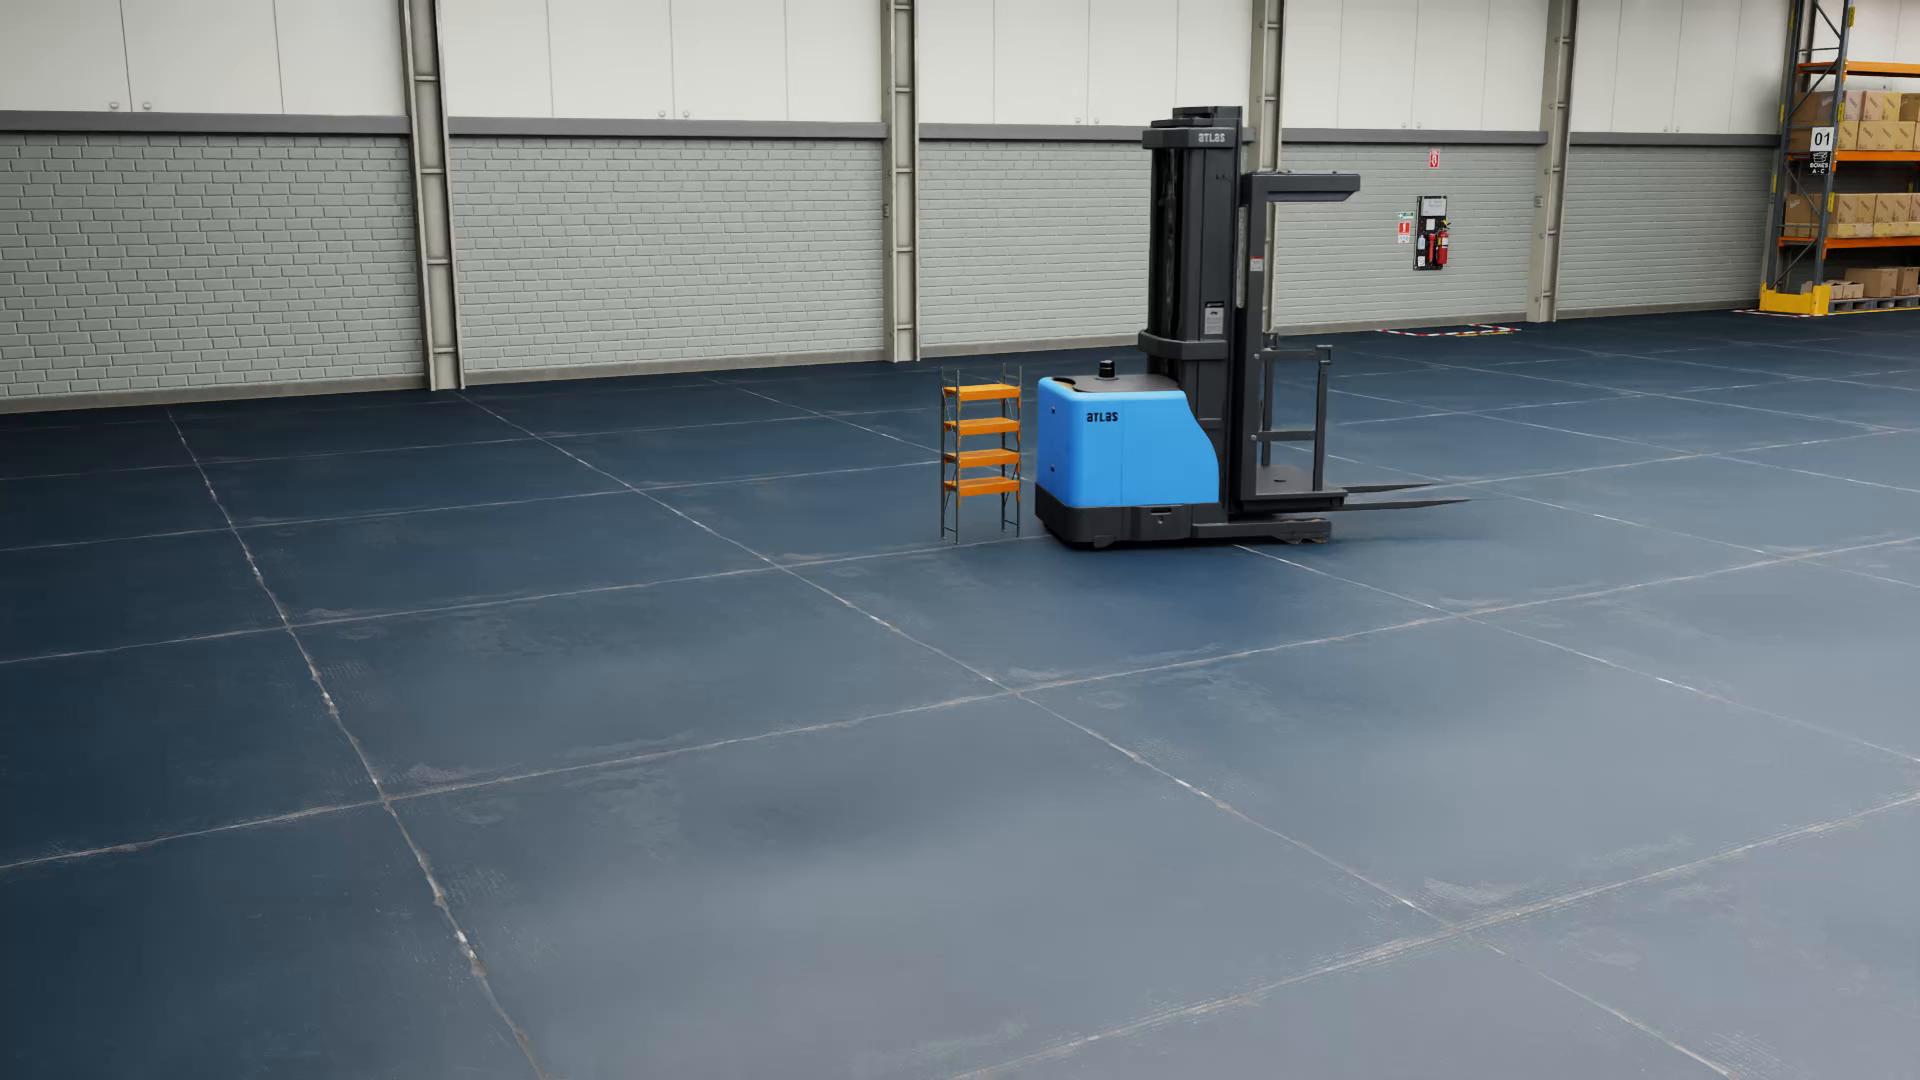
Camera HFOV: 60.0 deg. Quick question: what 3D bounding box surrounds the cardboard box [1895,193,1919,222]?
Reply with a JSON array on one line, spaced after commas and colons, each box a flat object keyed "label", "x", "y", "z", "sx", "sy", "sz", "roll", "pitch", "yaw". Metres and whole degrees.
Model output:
[{"label": "cardboard box", "x": 17.181, "y": -6.041, "z": 30.210, "sx": 0.500, "sy": 0.500, "sz": 0.500, "roll": -7, "pitch": 15, "yaw": -29}]

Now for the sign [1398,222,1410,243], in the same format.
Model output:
[{"label": "sign", "x": 7.031, "y": -4.868, "z": 26.325, "sx": 0.234, "sy": 0.329, "sz": 0.001, "roll": -7, "pitch": 14, "yaw": -28}]

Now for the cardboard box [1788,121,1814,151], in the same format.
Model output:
[{"label": "cardboard box", "x": 15.064, "y": -7.147, "z": 29.428, "sx": 0.500, "sy": 0.500, "sz": 0.500, "roll": -6, "pitch": 14, "yaw": -24}]

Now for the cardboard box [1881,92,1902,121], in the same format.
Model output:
[{"label": "cardboard box", "x": 16.183, "y": -7.634, "z": 29.318, "sx": 0.500, "sy": 0.500, "sz": 0.500, "roll": -6, "pitch": 14, "yaw": -26}]

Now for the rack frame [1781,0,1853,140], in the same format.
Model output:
[{"label": "rack frame", "x": 14.819, "y": -8.459, "z": 28.700, "sx": 0.127, "sy": 3.000, "sz": 1.000, "roll": -7, "pitch": 14, "yaw": -28}]

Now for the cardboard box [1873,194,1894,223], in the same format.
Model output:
[{"label": "cardboard box", "x": 16.278, "y": -5.930, "z": 29.715, "sx": 0.500, "sy": 0.500, "sz": 0.500, "roll": -7, "pitch": 15, "yaw": -30}]

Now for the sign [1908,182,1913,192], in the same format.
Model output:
[{"label": "sign", "x": 18.061, "y": -6.624, "z": 31.574, "sx": 0.005, "sy": 0.325, "sz": 0.100, "roll": -7, "pitch": 14, "yaw": -28}]

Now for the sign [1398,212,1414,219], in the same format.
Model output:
[{"label": "sign", "x": 7.039, "y": -5.125, "z": 26.261, "sx": 0.331, "sy": 0.109, "sz": 0.001, "roll": -7, "pitch": 14, "yaw": -28}]

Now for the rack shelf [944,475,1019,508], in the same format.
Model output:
[{"label": "rack shelf", "x": 0.145, "y": -0.343, "z": 11.613, "sx": 0.480, "sy": 0.148, "sz": 0.258, "roll": -7, "pitch": 14, "yaw": -28}]

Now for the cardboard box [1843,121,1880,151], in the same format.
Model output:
[{"label": "cardboard box", "x": 15.721, "y": -7.090, "z": 29.178, "sx": 0.500, "sy": 0.500, "sz": 0.500, "roll": -6, "pitch": 14, "yaw": -24}]

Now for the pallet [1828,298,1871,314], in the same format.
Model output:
[{"label": "pallet", "x": 15.616, "y": -4.258, "z": 30.049, "sx": 1.213, "sy": 0.211, "sz": 1.003, "roll": -7, "pitch": 14, "yaw": -28}]

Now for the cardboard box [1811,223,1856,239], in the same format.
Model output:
[{"label": "cardboard box", "x": 15.400, "y": -5.459, "z": 29.329, "sx": 0.500, "sy": 0.250, "sz": 0.500, "roll": -7, "pitch": 15, "yaw": -29}]

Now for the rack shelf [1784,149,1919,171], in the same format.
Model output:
[{"label": "rack shelf", "x": 16.575, "y": -6.855, "z": 30.043, "sx": 4.000, "sy": 0.370, "sz": 1.077, "roll": -7, "pitch": 14, "yaw": -28}]

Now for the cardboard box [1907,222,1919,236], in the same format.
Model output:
[{"label": "cardboard box", "x": 17.185, "y": -5.674, "z": 30.287, "sx": 0.500, "sy": 0.250, "sz": 0.500, "roll": -7, "pitch": 14, "yaw": -28}]

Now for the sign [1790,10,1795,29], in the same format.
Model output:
[{"label": "sign", "x": 14.571, "y": -9.101, "z": 29.064, "sx": 0.005, "sy": 0.325, "sz": 0.100, "roll": -7, "pitch": 14, "yaw": -28}]

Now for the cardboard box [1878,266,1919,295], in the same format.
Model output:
[{"label": "cardboard box", "x": 17.439, "y": -4.831, "z": 30.935, "sx": 0.500, "sy": 0.500, "sz": 0.500, "roll": -8, "pitch": 15, "yaw": -32}]

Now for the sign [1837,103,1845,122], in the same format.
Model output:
[{"label": "sign", "x": 15.080, "y": -7.317, "z": 28.468, "sx": 0.005, "sy": 0.325, "sz": 0.100, "roll": -7, "pitch": 14, "yaw": -28}]

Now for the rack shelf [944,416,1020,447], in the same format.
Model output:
[{"label": "rack shelf", "x": 0.145, "y": -0.755, "z": 11.520, "sx": 0.480, "sy": 0.148, "sz": 0.258, "roll": -7, "pitch": 14, "yaw": -28}]

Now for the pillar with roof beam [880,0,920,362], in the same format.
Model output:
[{"label": "pillar with roof beam", "x": 1.283, "y": -5.976, "z": 17.667, "sx": 0.400, "sy": 9.000, "sz": 9.100, "roll": -7, "pitch": 14, "yaw": -28}]

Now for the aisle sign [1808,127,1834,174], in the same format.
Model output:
[{"label": "aisle sign", "x": 14.900, "y": -6.735, "z": 28.782, "sx": 0.004, "sy": 0.787, "sz": 0.394, "roll": -7, "pitch": 14, "yaw": -28}]

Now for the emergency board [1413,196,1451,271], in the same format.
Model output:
[{"label": "emergency board", "x": 7.566, "y": -4.888, "z": 26.499, "sx": 0.643, "sy": 1.169, "sz": 0.194, "roll": -7, "pitch": 14, "yaw": -28}]

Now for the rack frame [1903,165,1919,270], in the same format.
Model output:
[{"label": "rack frame", "x": 18.330, "y": -5.953, "z": 31.228, "sx": 0.127, "sy": 3.000, "sz": 1.000, "roll": -7, "pitch": 14, "yaw": -28}]

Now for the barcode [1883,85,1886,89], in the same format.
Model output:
[{"label": "barcode", "x": 16.904, "y": -8.280, "z": 30.409, "sx": 0.075, "sy": 0.075, "sz": 0.001, "roll": -7, "pitch": 14, "yaw": -28}]

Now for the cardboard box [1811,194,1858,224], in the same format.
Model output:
[{"label": "cardboard box", "x": 15.383, "y": -5.827, "z": 29.256, "sx": 0.500, "sy": 0.500, "sz": 0.500, "roll": -7, "pitch": 14, "yaw": -28}]

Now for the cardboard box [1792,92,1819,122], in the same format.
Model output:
[{"label": "cardboard box", "x": 15.073, "y": -7.637, "z": 29.331, "sx": 0.500, "sy": 0.500, "sz": 0.500, "roll": -6, "pitch": 14, "yaw": -25}]

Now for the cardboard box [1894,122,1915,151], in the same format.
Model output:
[{"label": "cardboard box", "x": 16.635, "y": -7.206, "z": 29.693, "sx": 0.500, "sy": 0.500, "sz": 0.500, "roll": -6, "pitch": 14, "yaw": -24}]

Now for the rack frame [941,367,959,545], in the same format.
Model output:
[{"label": "rack frame", "x": -0.069, "y": -0.577, "z": 11.441, "sx": 0.015, "sy": 1.200, "sz": 0.240, "roll": -7, "pitch": 14, "yaw": -28}]

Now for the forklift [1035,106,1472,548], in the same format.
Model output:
[{"label": "forklift", "x": 2.114, "y": -1.513, "z": 11.657, "sx": 3.031, "sy": 2.935, "sz": 1.130, "roll": -2, "pitch": 13, "yaw": -10}]

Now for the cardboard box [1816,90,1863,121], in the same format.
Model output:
[{"label": "cardboard box", "x": 15.274, "y": -7.535, "z": 28.878, "sx": 0.500, "sy": 0.500, "sz": 0.500, "roll": -8, "pitch": 15, "yaw": -32}]

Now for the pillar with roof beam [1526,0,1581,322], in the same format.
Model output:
[{"label": "pillar with roof beam", "x": 11.816, "y": -7.238, "z": 23.276, "sx": 0.400, "sy": 9.000, "sz": 9.100, "roll": -7, "pitch": 14, "yaw": -28}]

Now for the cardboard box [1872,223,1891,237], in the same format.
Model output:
[{"label": "cardboard box", "x": 16.299, "y": -5.568, "z": 29.817, "sx": 0.500, "sy": 0.250, "sz": 0.500, "roll": -7, "pitch": 15, "yaw": -29}]

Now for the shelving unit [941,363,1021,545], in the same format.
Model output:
[{"label": "shelving unit", "x": 0.145, "y": -0.603, "z": 11.555, "sx": 0.503, "sy": 1.200, "sz": 0.258, "roll": -7, "pitch": 14, "yaw": -28}]

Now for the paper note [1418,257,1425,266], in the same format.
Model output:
[{"label": "paper note", "x": 7.377, "y": -4.453, "z": 26.572, "sx": 0.142, "sy": 0.148, "sz": 0.016, "roll": -7, "pitch": 14, "yaw": -28}]

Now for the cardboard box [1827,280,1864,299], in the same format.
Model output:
[{"label": "cardboard box", "x": 15.970, "y": -4.550, "z": 30.118, "sx": 0.500, "sy": 0.311, "sz": 0.500, "roll": -6, "pitch": 14, "yaw": -23}]
